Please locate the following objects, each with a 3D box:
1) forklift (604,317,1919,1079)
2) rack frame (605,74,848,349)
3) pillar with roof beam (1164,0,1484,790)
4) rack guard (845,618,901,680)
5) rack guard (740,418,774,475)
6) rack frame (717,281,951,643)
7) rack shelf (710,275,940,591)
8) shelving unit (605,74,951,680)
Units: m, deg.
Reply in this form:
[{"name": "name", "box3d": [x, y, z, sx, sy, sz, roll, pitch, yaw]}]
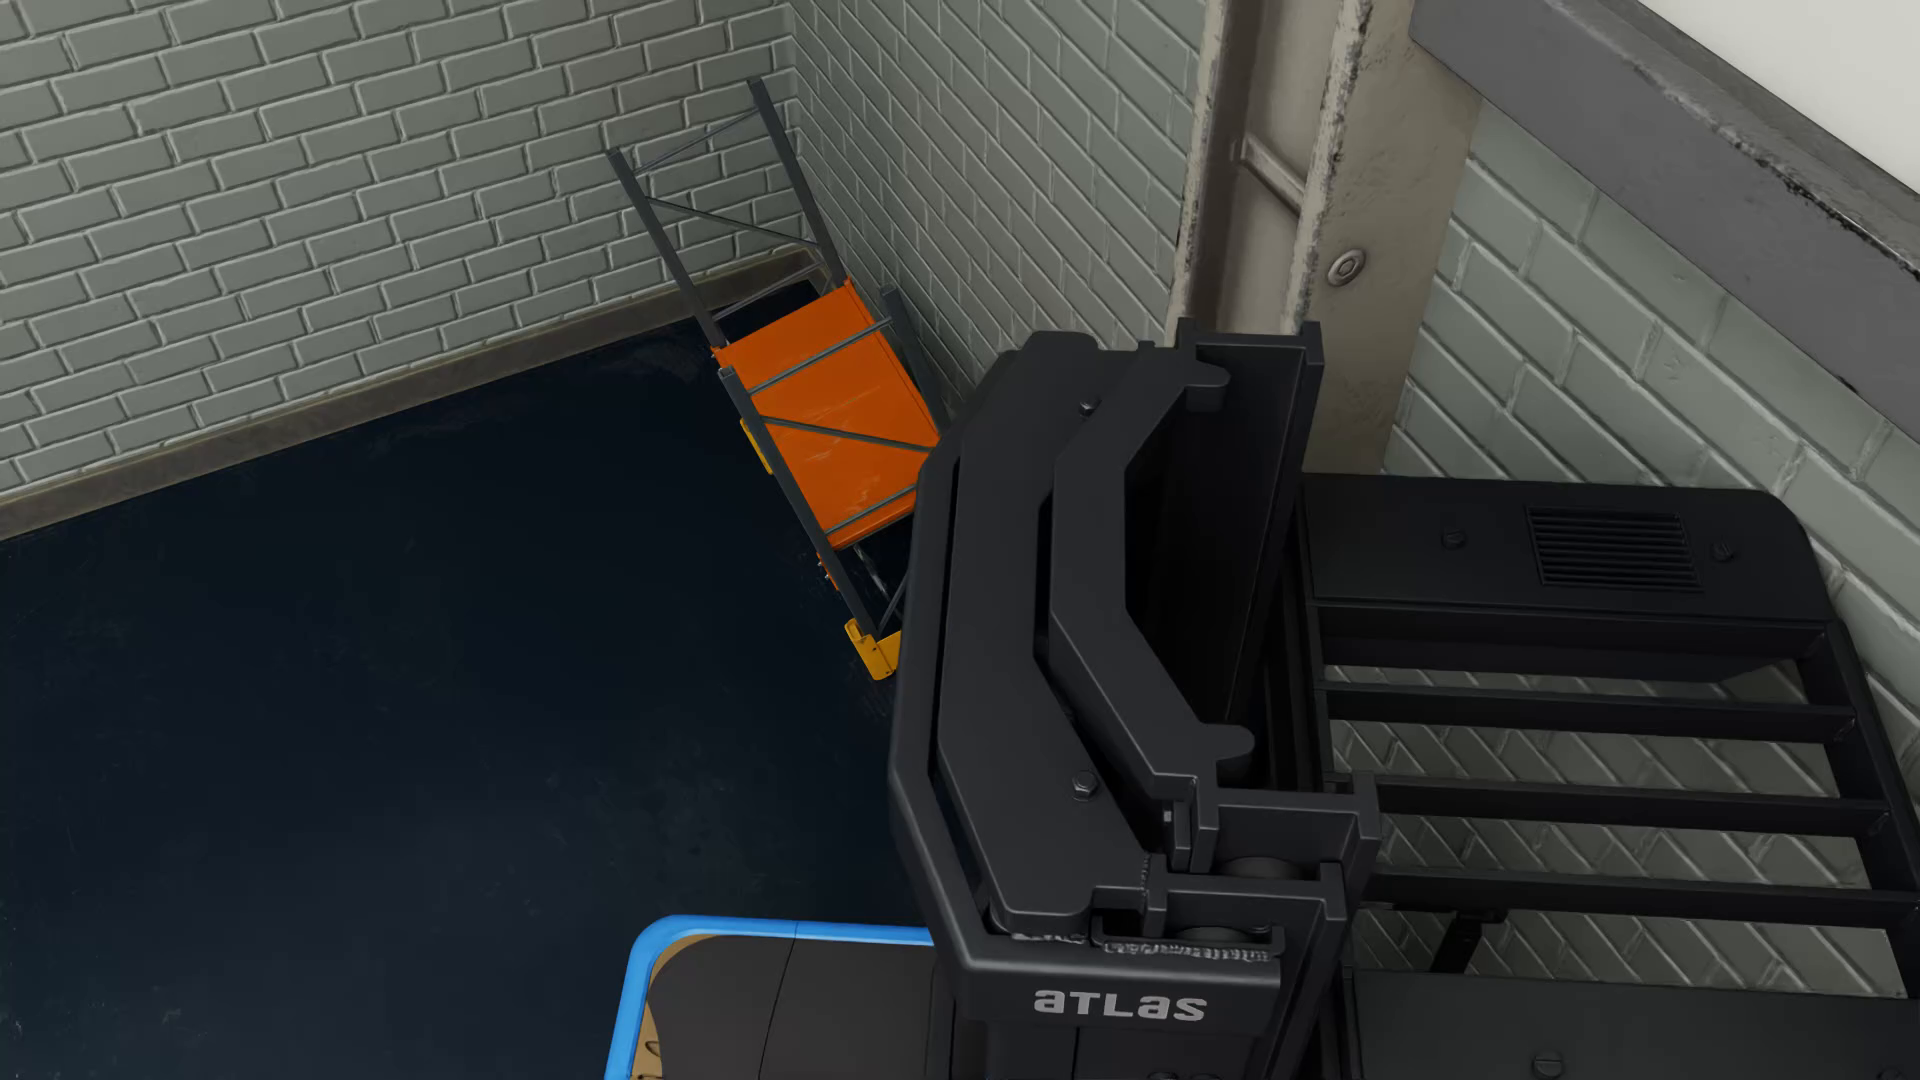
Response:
[{"name": "forklift", "box3d": [0.761, 0.987, 2.939, 3.031, 2.935, 1.130, 3, 49, 2]}, {"name": "rack frame", "box3d": [-0.618, -0.809, 5.393, 0.500, 1.500, 0.032, -28, 53, -4]}, {"name": "pillar with roof beam", "box3d": [-3.180, -0.498, 0.207, 9.100, 9.000, 0.400, -21, 52, -18]}, {"name": "rack guard", "box3d": [-0.061, 0.223, 5.289, 0.587, 0.250, 0.087, -28, 53, -4]}, {"name": "rack guard", "box3d": [-0.467, -0.460, 5.890, 0.587, 0.250, 0.087, -28, 53, -4]}, {"name": "rack frame", "box3d": [-0.203, -0.112, 4.780, 0.500, 1.500, 0.032, -28, 53, -4]}, {"name": "rack shelf", "box3d": [-0.367, -0.360, 5.230, 0.538, 0.185, 1.000, -28, 53, -4]}, {"name": "shelving unit", "box3d": [-0.414, -0.466, 5.092, 0.587, 1.500, 1.083, -28, 53, -4]}]
